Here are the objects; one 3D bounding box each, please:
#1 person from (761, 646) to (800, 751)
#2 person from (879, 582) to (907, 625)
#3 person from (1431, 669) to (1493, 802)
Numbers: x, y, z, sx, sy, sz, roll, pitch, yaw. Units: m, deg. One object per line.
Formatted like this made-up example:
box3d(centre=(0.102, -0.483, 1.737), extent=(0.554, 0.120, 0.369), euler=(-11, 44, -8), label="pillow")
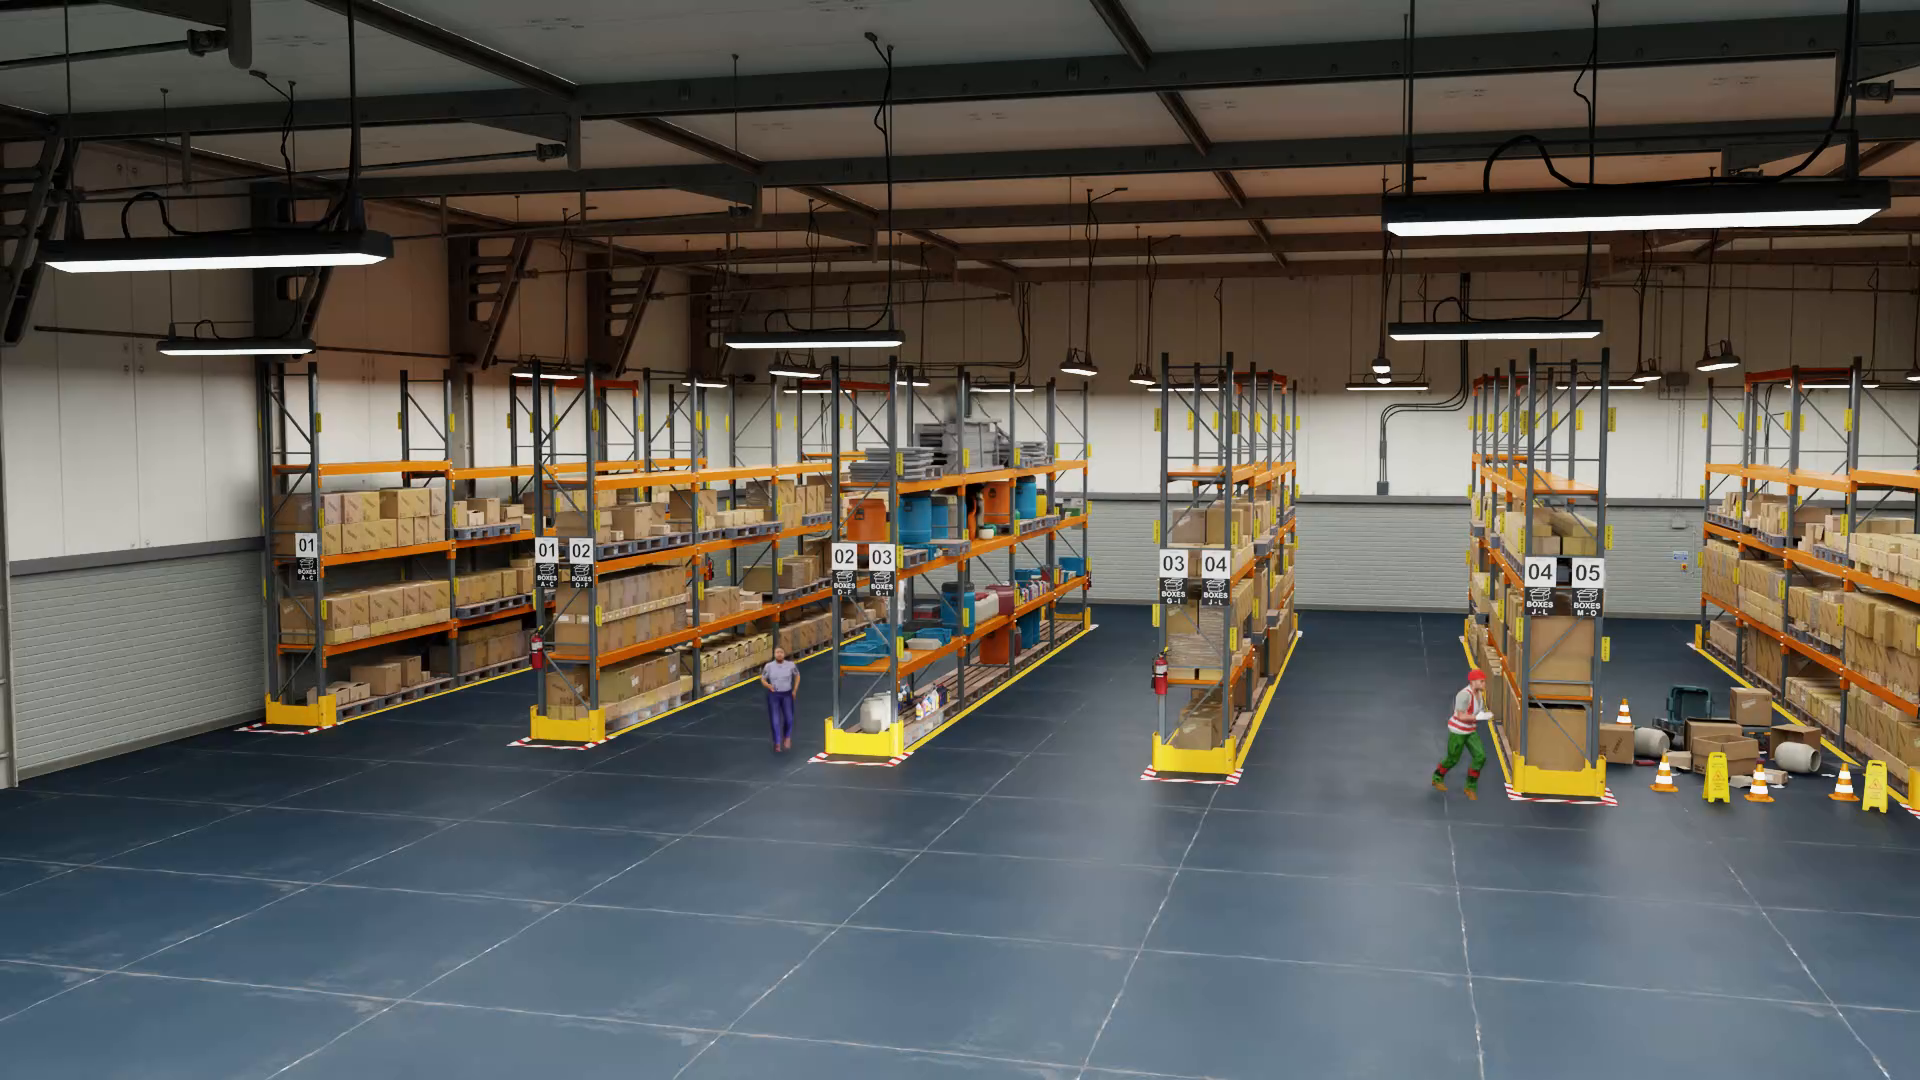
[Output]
box3d(centre=(-2.726, 2.414, 25.293), extent=(0.602, 1.608, 0.538), euler=(0, 4, -7), label="person")
box3d(centre=(-1.424, 1.550, 36.445), extent=(0.688, 1.789, 0.852), euler=(0, 4, 0), label="person")
box3d(centre=(6.688, 2.600, 22.120), extent=(0.668, 1.824, 0.923), euler=(-3, 5, -40), label="person")
